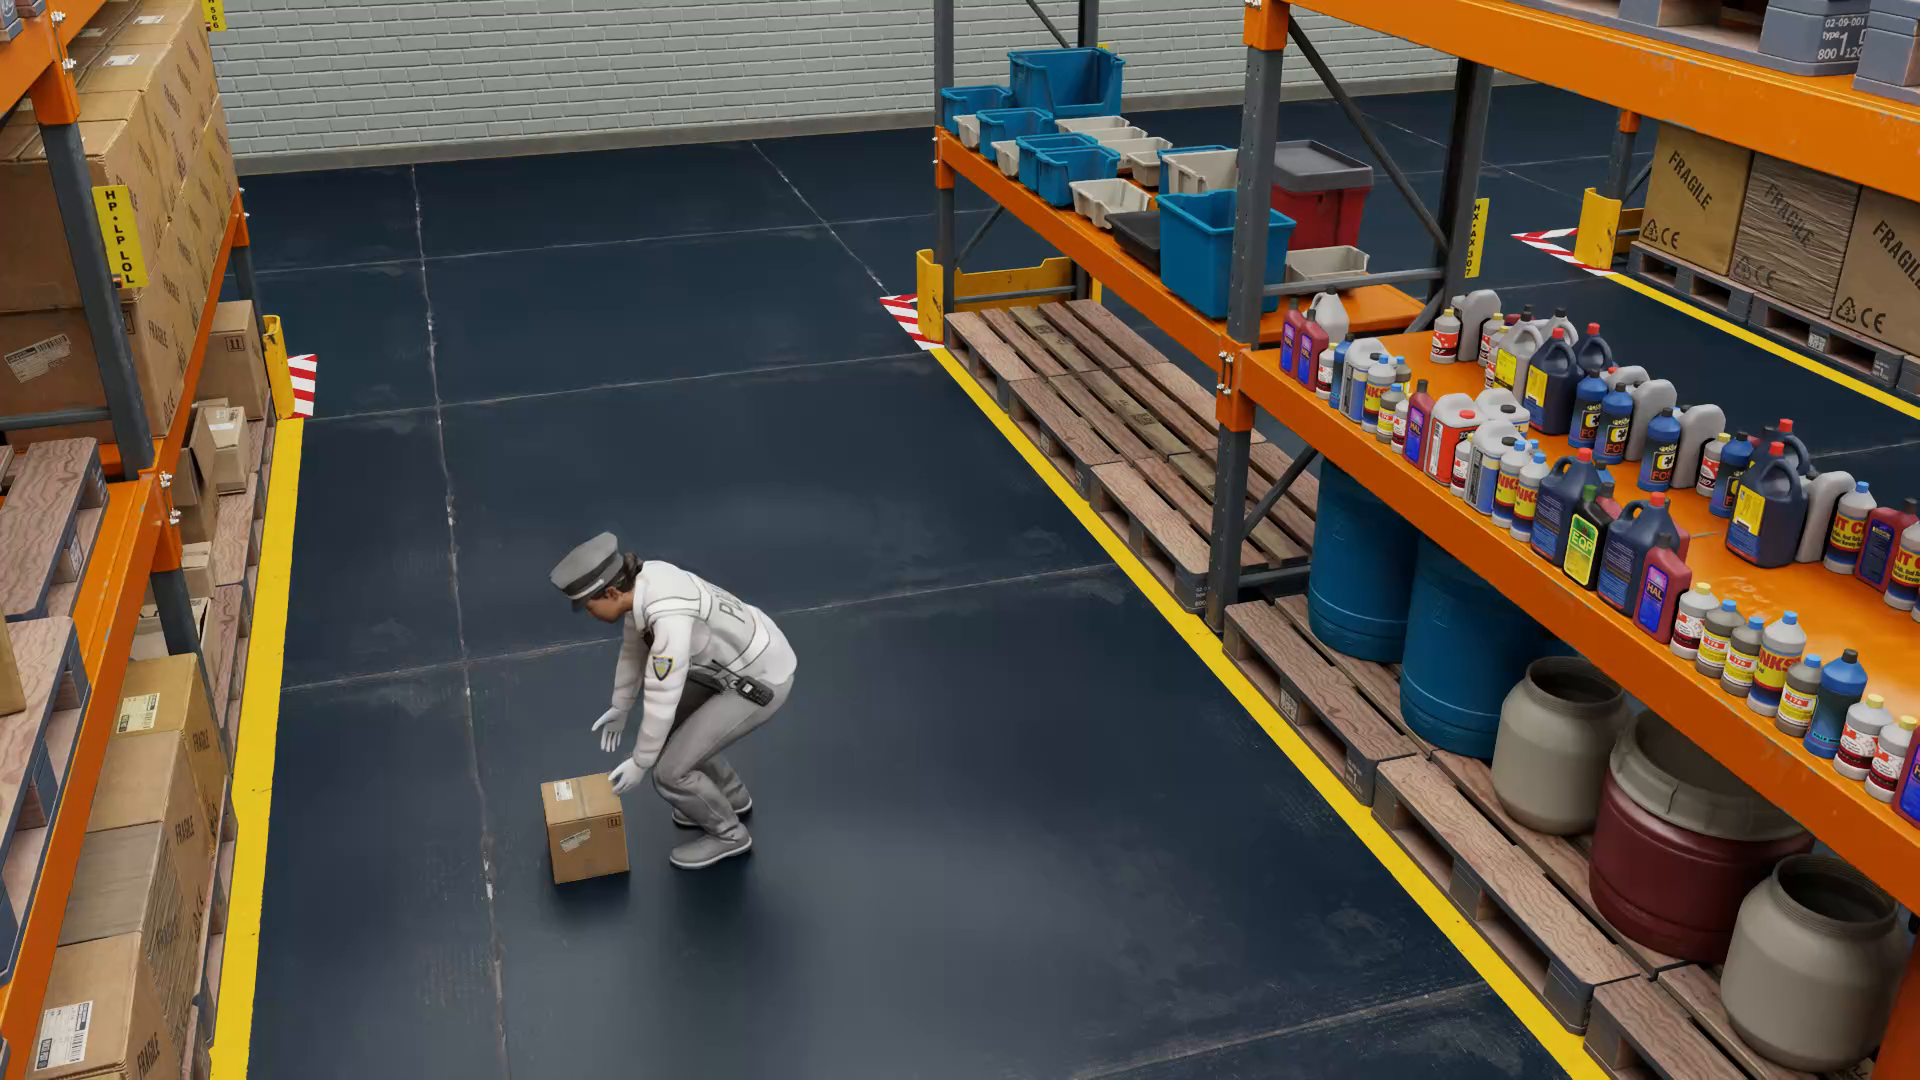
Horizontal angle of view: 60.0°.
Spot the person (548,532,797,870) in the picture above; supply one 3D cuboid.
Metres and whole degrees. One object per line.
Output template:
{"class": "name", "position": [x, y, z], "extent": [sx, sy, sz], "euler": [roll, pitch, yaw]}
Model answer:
{"class": "person", "position": [-0.927, 0.520, 5.560], "extent": [0.776, 1.235, 0.529], "euler": [-8, 28, -16]}
